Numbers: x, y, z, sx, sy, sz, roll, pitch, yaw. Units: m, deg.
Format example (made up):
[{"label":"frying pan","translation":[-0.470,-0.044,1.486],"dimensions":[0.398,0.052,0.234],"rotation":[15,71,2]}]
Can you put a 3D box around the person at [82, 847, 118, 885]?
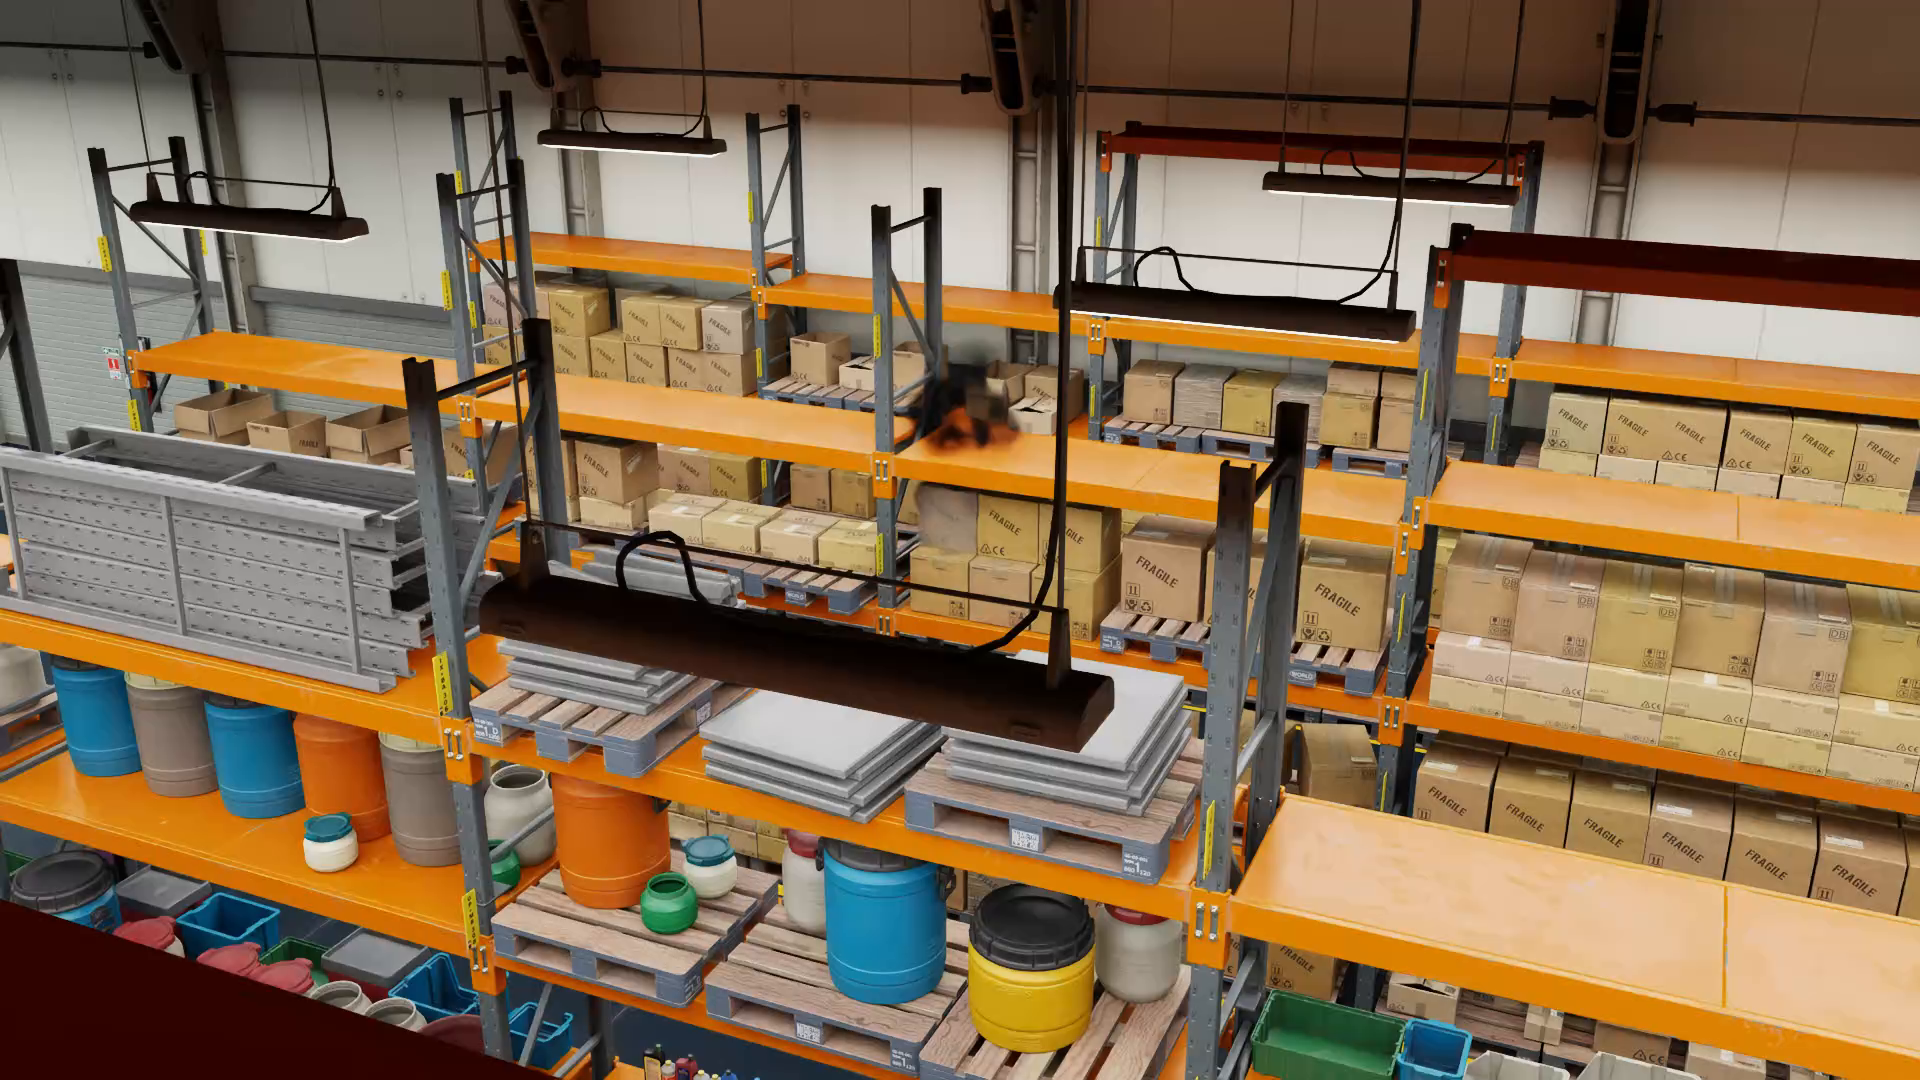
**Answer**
[{"label":"person","translation":[-6.837,2.583,13.590],"dimensions":[0.637,1.568,0.555],"rotation":[8,22,19]}]
